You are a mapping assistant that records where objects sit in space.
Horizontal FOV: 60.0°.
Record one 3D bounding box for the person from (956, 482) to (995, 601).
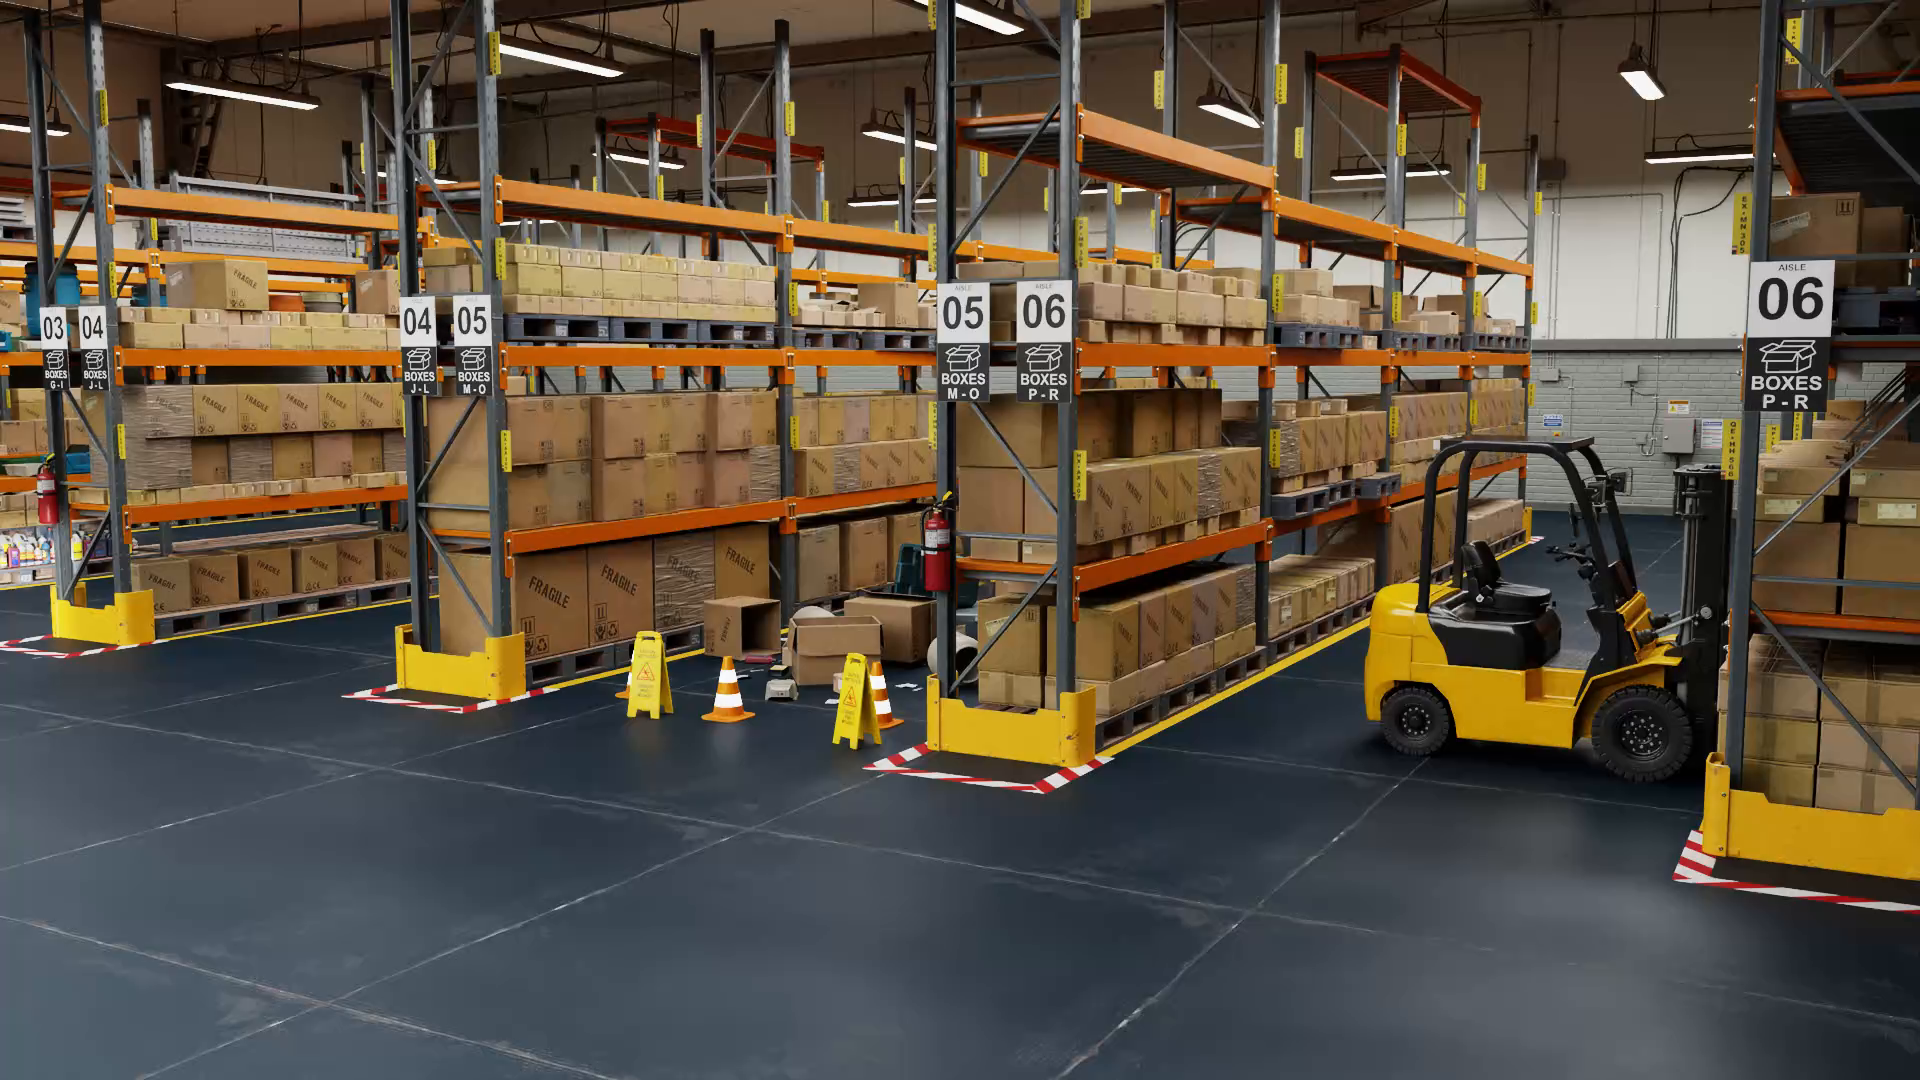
[{"bbox_3d":[0.204,-0.095,18.284,0.494,1.658,0.449,3,7,29],"label":"person"}]
